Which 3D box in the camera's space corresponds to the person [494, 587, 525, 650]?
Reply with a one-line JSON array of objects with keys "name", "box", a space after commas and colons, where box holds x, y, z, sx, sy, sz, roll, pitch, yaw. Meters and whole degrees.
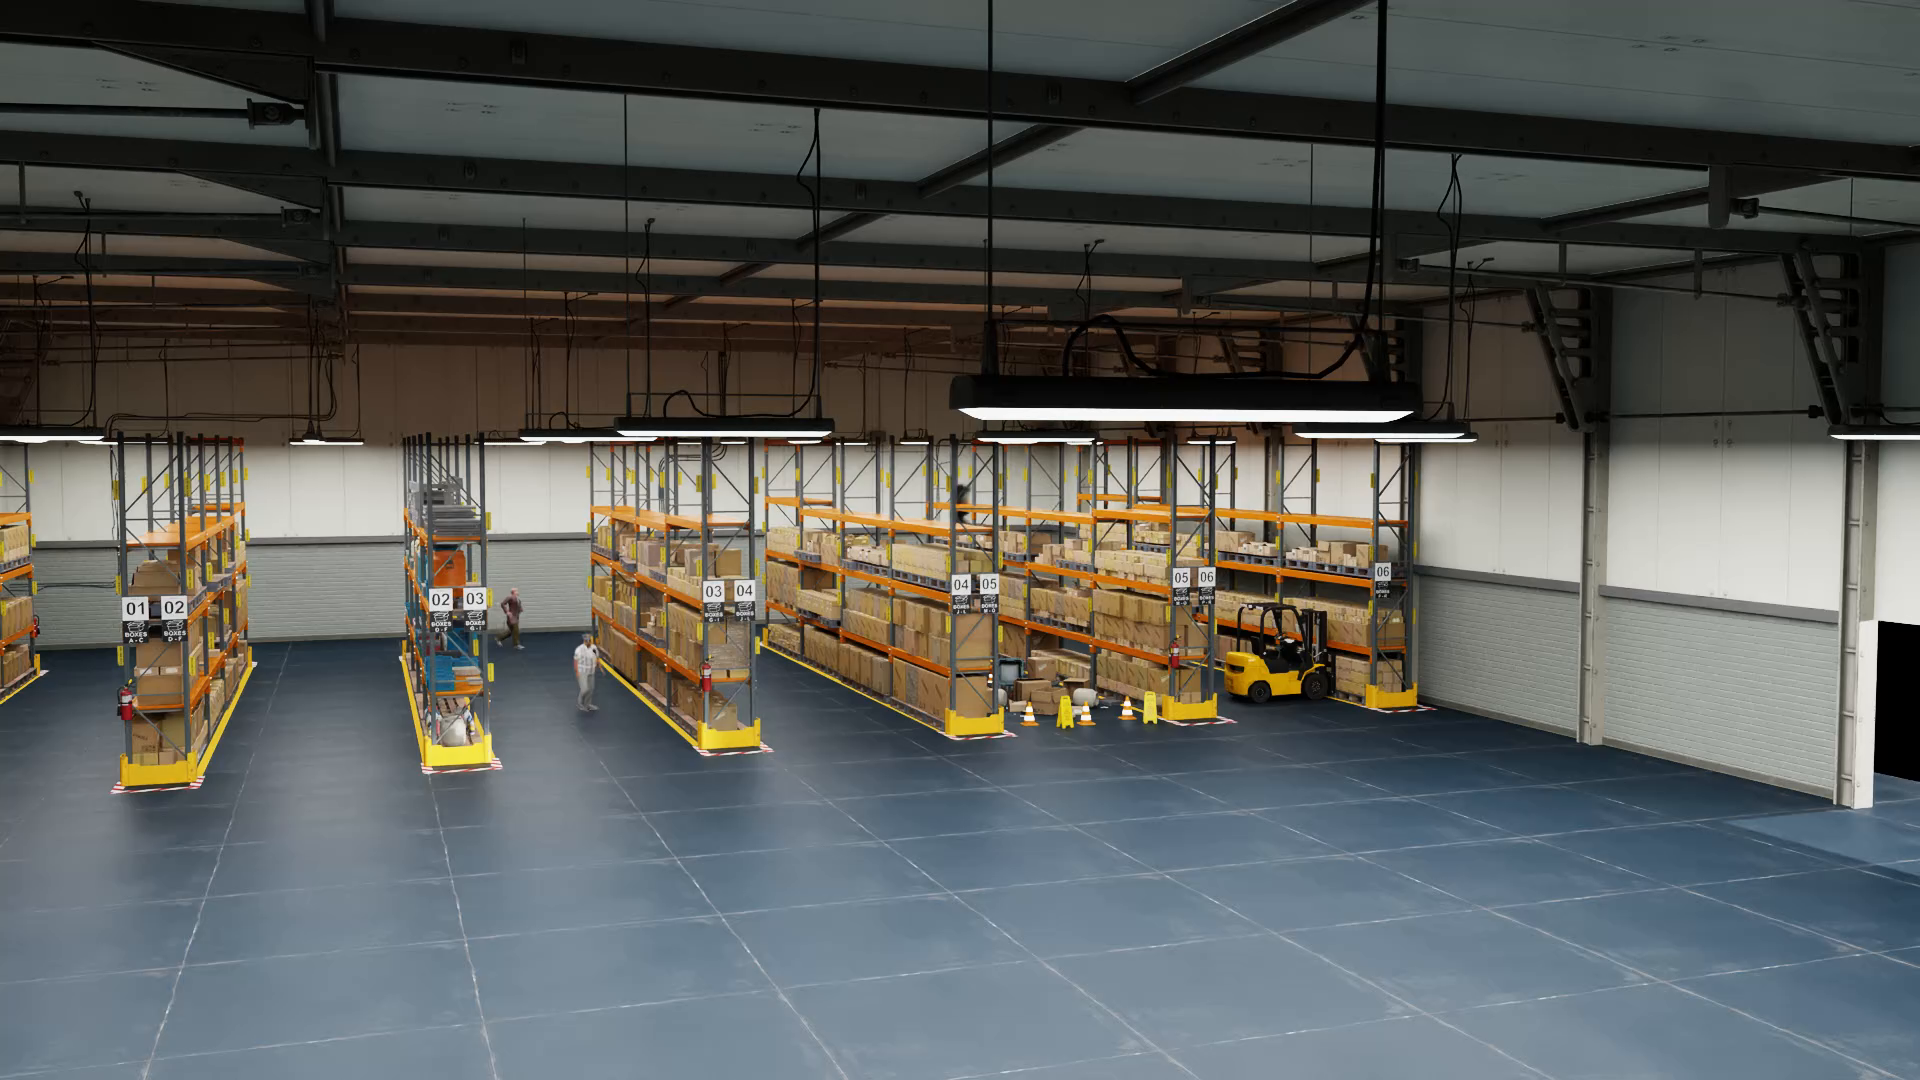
[{"name": "person", "box": [-12.754, 2.219, 47.397, 1.038, 1.720, 0.756, 1, 3, 13]}]

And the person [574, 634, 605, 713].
[{"name": "person", "box": [-8.087, 2.882, 36.096, 0.640, 1.733, 0.632, 2, 4, 35]}]
